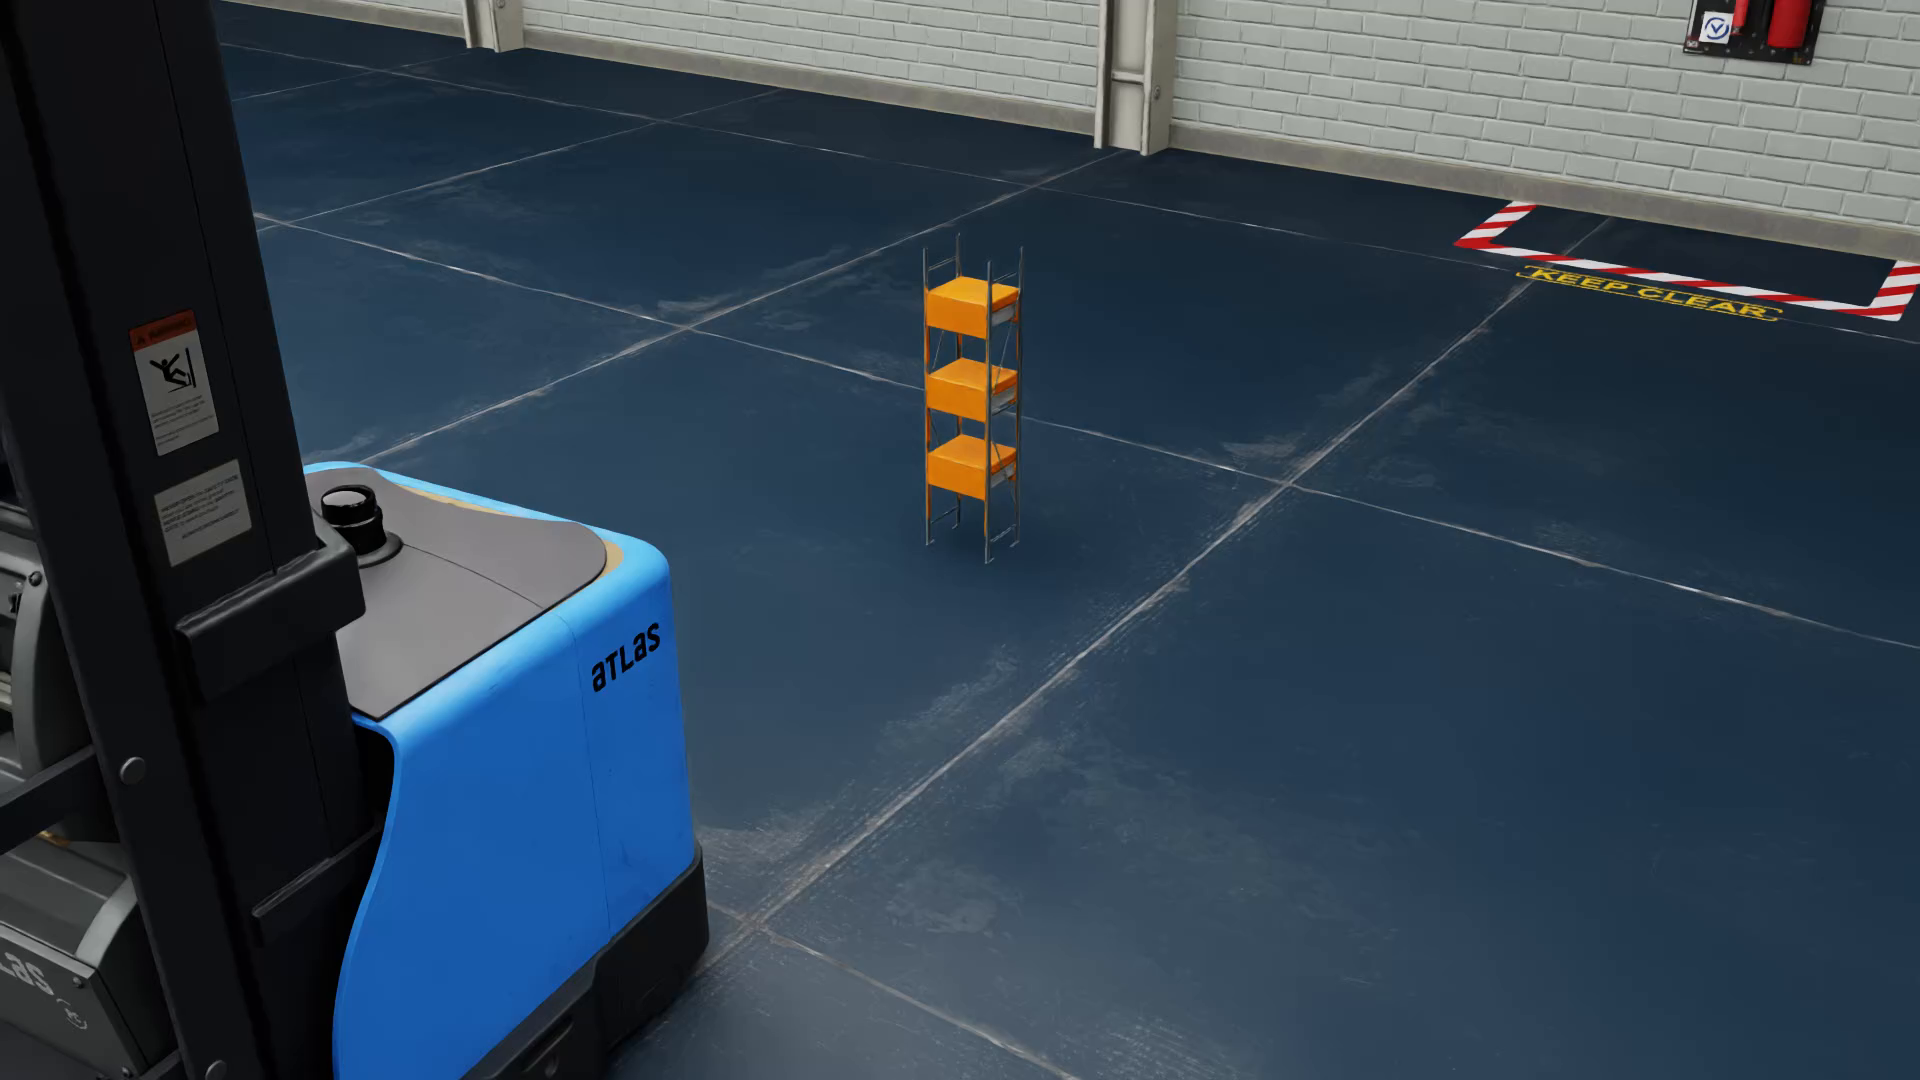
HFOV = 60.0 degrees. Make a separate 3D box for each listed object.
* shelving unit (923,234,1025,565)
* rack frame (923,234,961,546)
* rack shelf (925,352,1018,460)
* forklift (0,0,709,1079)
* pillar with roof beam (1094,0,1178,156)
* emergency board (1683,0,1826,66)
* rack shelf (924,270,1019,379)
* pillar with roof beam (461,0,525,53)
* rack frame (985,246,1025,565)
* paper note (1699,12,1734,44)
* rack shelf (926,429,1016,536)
[{"bbox_3d":[0.044,-0.454,5.485,0.252,1.050,0.215,17,32,30],"label":"shelving unit"},{"bbox_3d":[-0.056,-0.485,5.546,0.008,1.050,0.200,17,32,30],"label":"rack frame"},{"bbox_3d":[0.044,-0.445,5.490,0.240,0.259,0.215,17,32,30],"label":"rack shelf"},{"bbox_3d":[-1.712,0.146,2.232,1.130,2.935,3.031,14,30,25],"label":"forklift"},{"bbox_3d":[-1.326,-4.942,5.540,0.400,9.000,9.100,17,32,30],"label":"pillar with roof beam"},{"bbox_3d":[4.041,-2.986,8.310,0.643,1.169,0.194,17,32,30],"label":"emergency board"},{"bbox_3d":[0.044,-0.698,5.361,0.240,0.259,0.215,17,32,30],"label":"rack shelf"},{"bbox_3d":[-6.272,-6.483,8.567,0.400,9.000,9.100,17,32,30],"label":"pillar with roof beam"},{"bbox_3d":[0.145,-0.423,5.423,0.008,1.050,0.200,17,32,30],"label":"rack frame"},{"bbox_3d":[3.934,-2.665,8.650,0.142,0.148,0.016,17,32,30],"label":"paper note"},{"bbox_3d":[0.044,-0.197,5.616,0.240,0.259,0.215,17,32,30],"label":"rack shelf"}]
